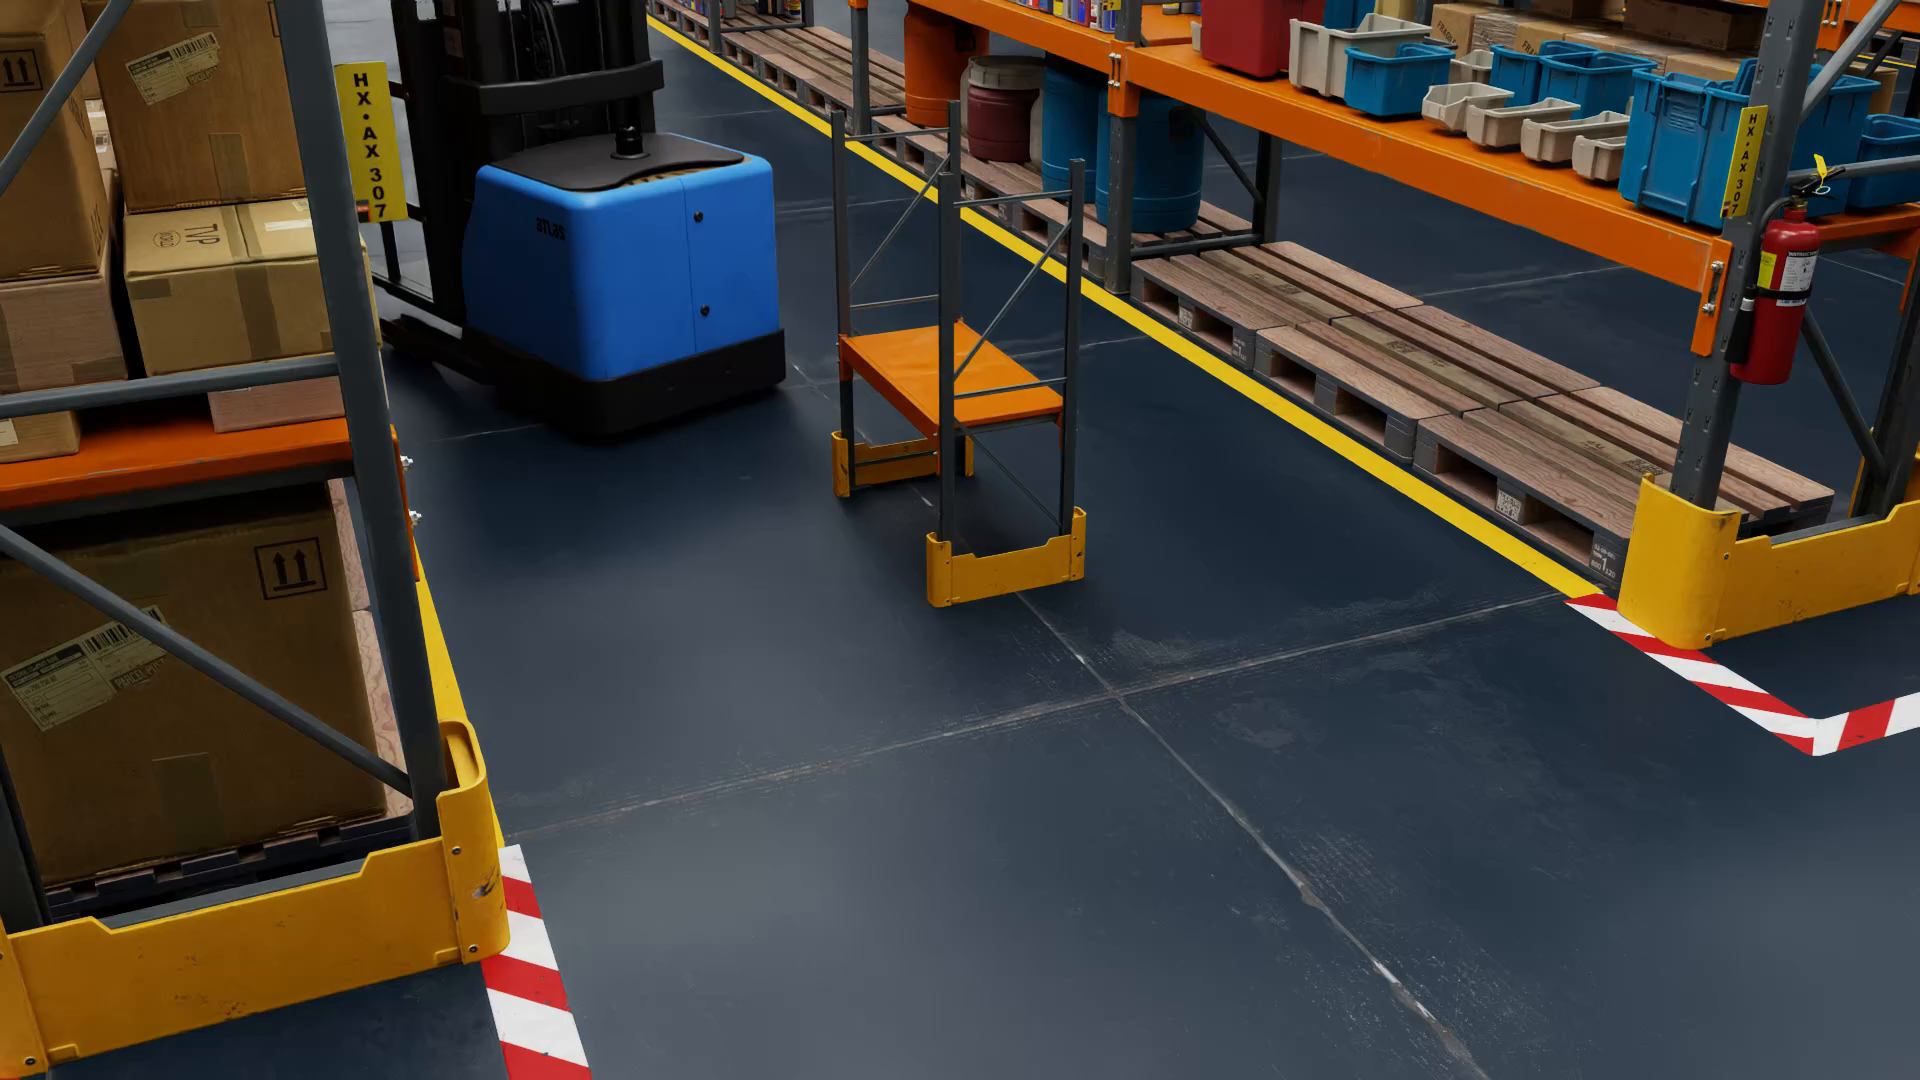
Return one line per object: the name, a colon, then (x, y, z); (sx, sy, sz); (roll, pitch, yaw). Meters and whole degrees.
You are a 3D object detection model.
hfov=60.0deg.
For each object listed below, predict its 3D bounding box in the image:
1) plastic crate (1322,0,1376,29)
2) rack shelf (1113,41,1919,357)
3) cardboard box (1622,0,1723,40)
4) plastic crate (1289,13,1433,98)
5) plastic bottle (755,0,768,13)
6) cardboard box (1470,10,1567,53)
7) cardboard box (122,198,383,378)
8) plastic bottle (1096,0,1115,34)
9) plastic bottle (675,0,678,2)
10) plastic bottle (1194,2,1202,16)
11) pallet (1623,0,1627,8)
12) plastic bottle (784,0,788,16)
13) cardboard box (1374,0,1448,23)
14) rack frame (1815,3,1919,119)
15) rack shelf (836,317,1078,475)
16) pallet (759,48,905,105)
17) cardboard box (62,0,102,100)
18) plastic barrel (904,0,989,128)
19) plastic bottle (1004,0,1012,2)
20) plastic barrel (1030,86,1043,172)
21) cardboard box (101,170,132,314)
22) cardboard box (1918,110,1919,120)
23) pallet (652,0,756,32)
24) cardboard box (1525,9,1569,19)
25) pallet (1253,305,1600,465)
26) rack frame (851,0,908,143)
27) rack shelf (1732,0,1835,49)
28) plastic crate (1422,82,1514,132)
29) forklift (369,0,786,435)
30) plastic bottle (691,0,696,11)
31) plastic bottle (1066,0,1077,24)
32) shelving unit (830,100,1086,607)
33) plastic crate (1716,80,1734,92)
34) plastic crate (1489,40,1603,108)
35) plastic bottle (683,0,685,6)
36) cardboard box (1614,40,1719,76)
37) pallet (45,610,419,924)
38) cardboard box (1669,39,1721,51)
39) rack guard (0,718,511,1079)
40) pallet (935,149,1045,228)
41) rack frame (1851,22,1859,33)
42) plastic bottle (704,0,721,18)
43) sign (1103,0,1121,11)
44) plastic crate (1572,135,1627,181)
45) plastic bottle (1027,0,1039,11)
plastic crate: (1.762, -2.655, 8.220); (0.392, 0.384, 0.575); (-11, 28, -21)
rack shelf: (2.048, -1.635, 7.000); (1.077, 0.370, 4.000); (-11, 28, -21)
cardboard box: (5.271, -3.870, 12.250); (0.500, 0.250, 0.500); (-11, 28, -22)
plastic crate: (1.694, -2.091, 7.181); (0.437, 0.282, 0.530); (-11, 28, -21)
plastic bottle: (-1.935, -5.375, 16.357); (0.144, 0.351, 0.185); (-11, 28, -21)
cardboard box: (4.383, -3.861, 13.087); (0.500, 0.500, 0.500); (-12, 28, -22)
cardboard box: (-1.665, -0.606, 3.905); (0.500, 0.250, 0.500); (-11, 28, -22)
plastic bottle: (0.813, -2.813, 8.735); (0.152, 0.276, 0.135); (-11, 28, -21)
plastic bottle: (-2.877, -5.658, 17.027); (0.097, 0.271, 0.097); (0, 26, 0)
plastic bottle: (1.362, -3.066, 9.257); (0.097, 0.271, 0.097); (0, 26, 0)
pallet: (7.554, -6.130, 18.565); (1.003, 0.211, 1.213); (-11, 28, -21)
plastic bottle: (-1.669, -5.221, 16.213); (0.097, 0.201, 0.097); (0, 26, 0)
cardboard box: (3.826, -4.604, 14.277); (0.500, 0.311, 0.500); (-10, 28, -19)
rack frame: (5.824, -3.615, 10.235); (1.000, 3.000, 0.127); (-11, 28, -21)
rack shelf: (-0.033, -0.547, 6.070); (0.538, 0.185, 1.000); (-11, 28, -21)
pallet: (-1.043, -3.938, 14.076); (1.003, 0.211, 1.213); (-11, 28, -21)
cardboard box: (-2.946, -1.671, 5.231); (0.500, 0.500, 0.500); (-11, 28, -22)
plastic barrel: (-0.094, -3.399, 11.788); (0.600, 0.830, 0.708); (-11, 28, -21)
plastic bottle: (0.329, -3.312, 9.757); (0.152, 0.276, 0.135); (-11, 28, -21)
plastic barrel: (0.652, -2.588, 10.489); (0.421, 0.512, 0.421); (0, 26, 0)
cardboard box: (-2.358, -0.721, 4.140); (0.500, 0.250, 0.500); (-11, 28, -21)
cardboard box: (6.309, -2.508, 10.316); (0.500, 0.500, 0.500); (-11, 28, -21)
pallet: (-2.574, -5.514, 17.302); (1.003, 0.211, 1.213); (-11, 28, -21)
cardboard box: (4.840, -3.967, 13.304); (0.500, 0.500, 0.500); (-9, 28, -19)
pallet: (2.071, -0.729, 7.503); (1.003, 0.211, 1.213); (-11, 28, -21)
rack frame: (-0.301, -4.380, 11.803); (1.000, 3.000, 0.127); (-11, 28, -21)
rack shelf: (5.041, -4.099, 12.047); (1.077, 0.370, 4.000); (-11, 28, -21)
plastic crate: (1.981, -1.701, 6.548); (0.298, 0.136, 0.250); (-11, 28, -21)
forklift: (-2.177, -2.314, 7.649); (1.130, 2.935, 3.031); (-23, 34, -38)
plastic bottle: (-2.587, -5.421, 16.452); (0.144, 0.351, 0.185); (-11, 28, -21)
plastic bottle: (0.670, -2.961, 9.037); (0.152, 0.276, 0.135); (-11, 28, -21)
shelving unit: (-0.030, -0.705, 5.984); (0.587, 1.500, 1.083); (-11, 28, -21)
plastic crate: (2.780, -1.524, 6.076); (0.416, 0.233, 0.300); (-11, 28, -21)
plastic crate: (2.405, -1.911, 6.868); (0.416, 0.233, 0.300); (-11, 28, -21)
plastic bottle: (-2.758, -5.536, 16.777); (0.097, 0.271, 0.097); (0, 26, 0)
cardboard box: (4.986, -3.243, 11.821); (0.500, 0.500, 0.500); (-10, 28, -20)
pallet: (-2.111, 0.644, 4.690); (1.003, 0.211, 1.213); (-11, 28, -21)
cardboard box: (5.451, -3.343, 12.026); (0.500, 0.500, 0.500); (-10, 28, -20)
rack guard: (-1.716, 0.833, 3.974); (1.175, 0.500, 0.348); (-11, 28, -21)
pallet: (0.520, -2.324, 10.770); (1.003, 0.211, 1.213); (-11, 28, -21)
rack frame: (8.815, -6.083, 15.289); (1.000, 3.000, 0.127); (-11, 28, -21)
plastic bottle: (-2.385, -5.213, 16.026); (0.144, 0.351, 0.185); (-11, 28, -22)
sign: (0.758, -2.796, 8.243); (0.100, 0.325, 0.005); (-11, 28, -21)
plastic crate: (2.346, -1.357, 5.843); (0.396, 0.136, 0.243); (-11, 28, -21)
plastic bottle: (0.473, -3.164, 9.454); (0.152, 0.276, 0.135); (-11, 28, -21)
